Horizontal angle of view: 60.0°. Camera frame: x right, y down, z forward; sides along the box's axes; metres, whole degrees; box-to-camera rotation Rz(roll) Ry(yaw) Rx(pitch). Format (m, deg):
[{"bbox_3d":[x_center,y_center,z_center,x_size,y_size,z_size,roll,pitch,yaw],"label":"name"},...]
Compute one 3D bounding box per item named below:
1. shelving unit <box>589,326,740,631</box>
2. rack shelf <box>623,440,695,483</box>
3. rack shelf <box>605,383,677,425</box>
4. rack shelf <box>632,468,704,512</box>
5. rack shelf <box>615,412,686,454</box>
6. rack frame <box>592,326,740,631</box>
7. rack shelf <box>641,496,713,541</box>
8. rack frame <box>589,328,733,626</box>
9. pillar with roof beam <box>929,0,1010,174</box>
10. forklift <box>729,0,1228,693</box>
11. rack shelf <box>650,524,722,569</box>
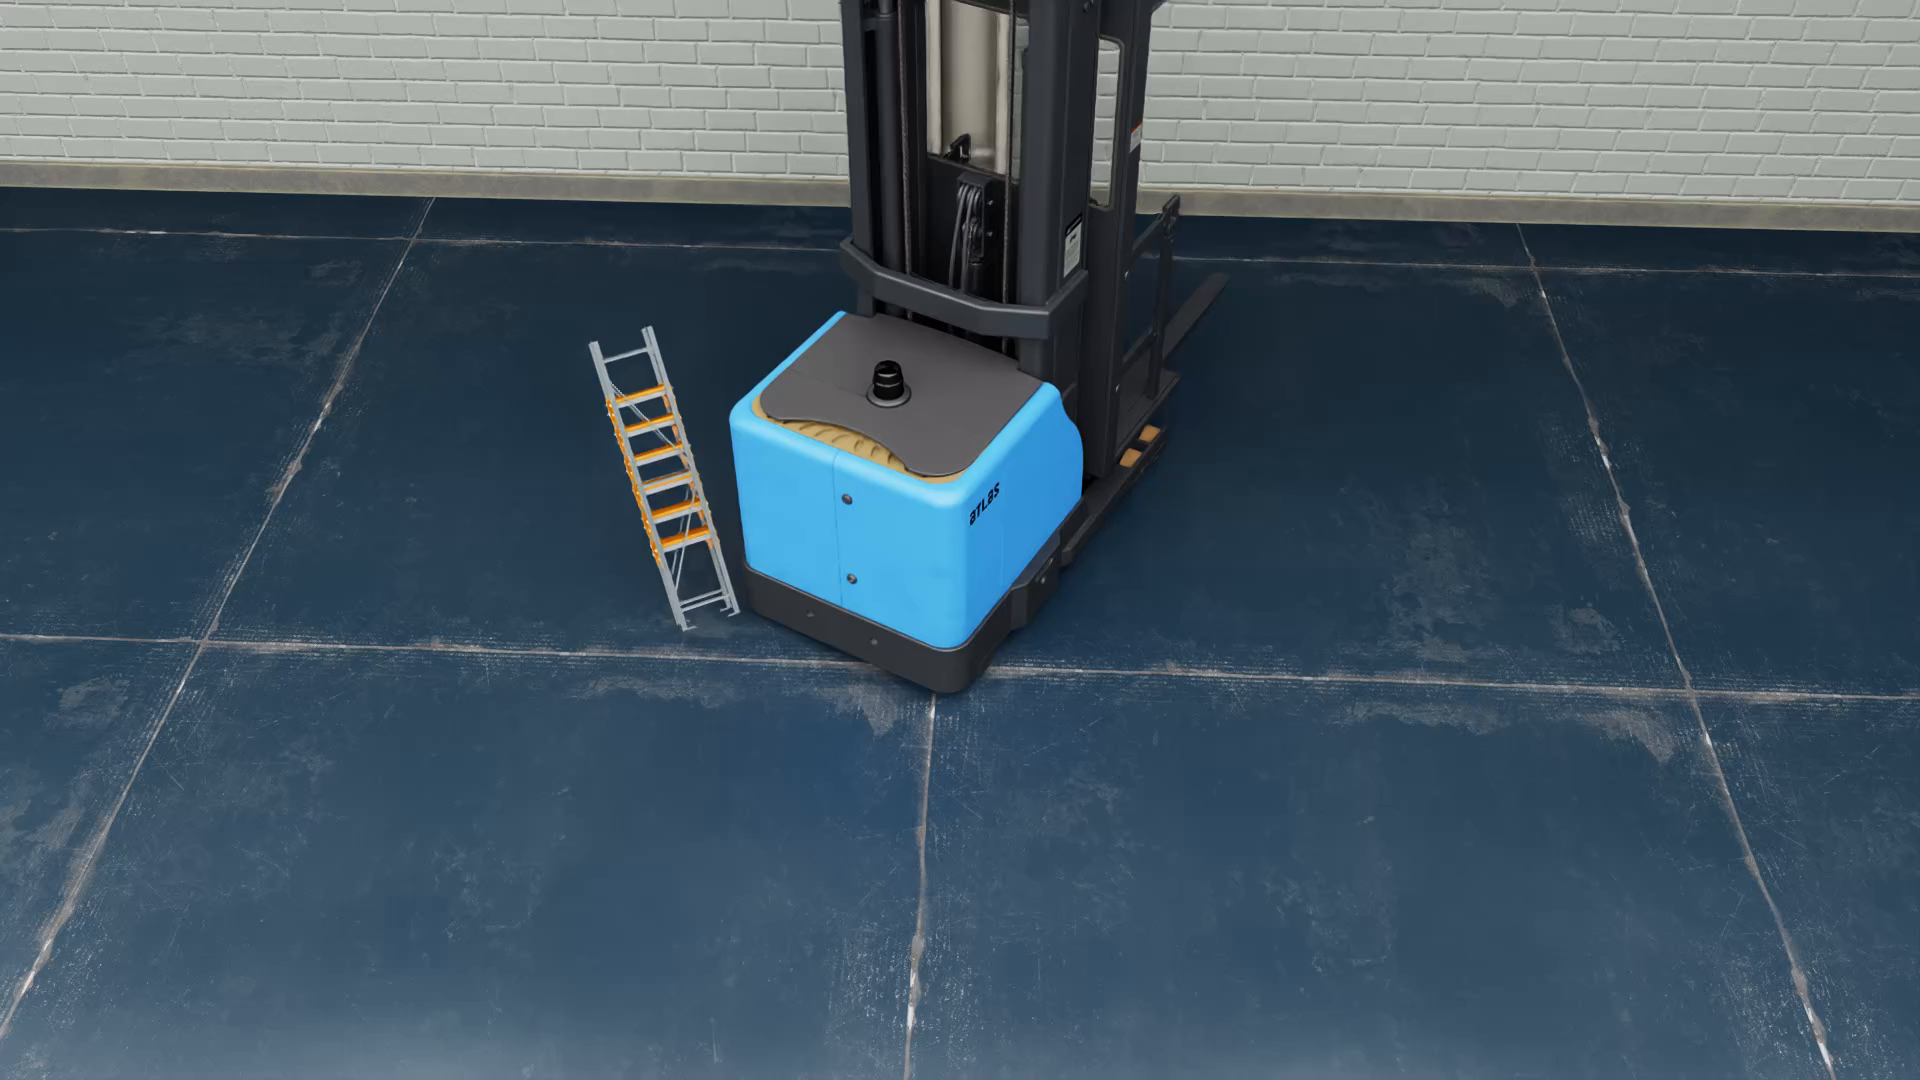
[{"bbox_3d":[-1.192,-0.246,6.710,0.258,1.200,0.189,-18,10,-15],"label":"shelving unit"},{"bbox_3d":[-1.212,-0.317,6.698,0.258,0.103,0.180,-18,10,-15],"label":"rack shelf"},{"bbox_3d":[-1.277,-0.545,6.660,0.258,0.103,0.180,-18,10,-15],"label":"rack shelf"},{"bbox_3d":[-1.180,-0.203,6.718,0.258,0.103,0.180,-18,10,-15],"label":"rack shelf"},{"bbox_3d":[-1.245,-0.431,6.679,0.258,0.103,0.180,-18,10,-15],"label":"rack shelf"},{"bbox_3d":[-1.165,-0.239,6.623,0.240,1.200,0.006,-18,10,-15],"label":"rack frame"},{"bbox_3d":[-1.148,-0.089,6.737,0.258,0.103,0.180,-18,10,-15],"label":"rack shelf"},{"bbox_3d":[-1.219,-0.253,6.798,0.240,1.200,0.006,-18,10,-15],"label":"rack frame"},{"bbox_3d":[-0.141,-2.110,2.913,0.400,9.000,9.100,2,43,2],"label":"pillar with roof beam"},{"bbox_3d":[0.297,-1.465,6.672,1.130,2.935,3.031,22,47,22],"label":"forklift"},{"bbox_3d":[-1.115,0.025,6.756,0.258,0.103,0.180,-18,10,-15],"label":"rack shelf"}]
